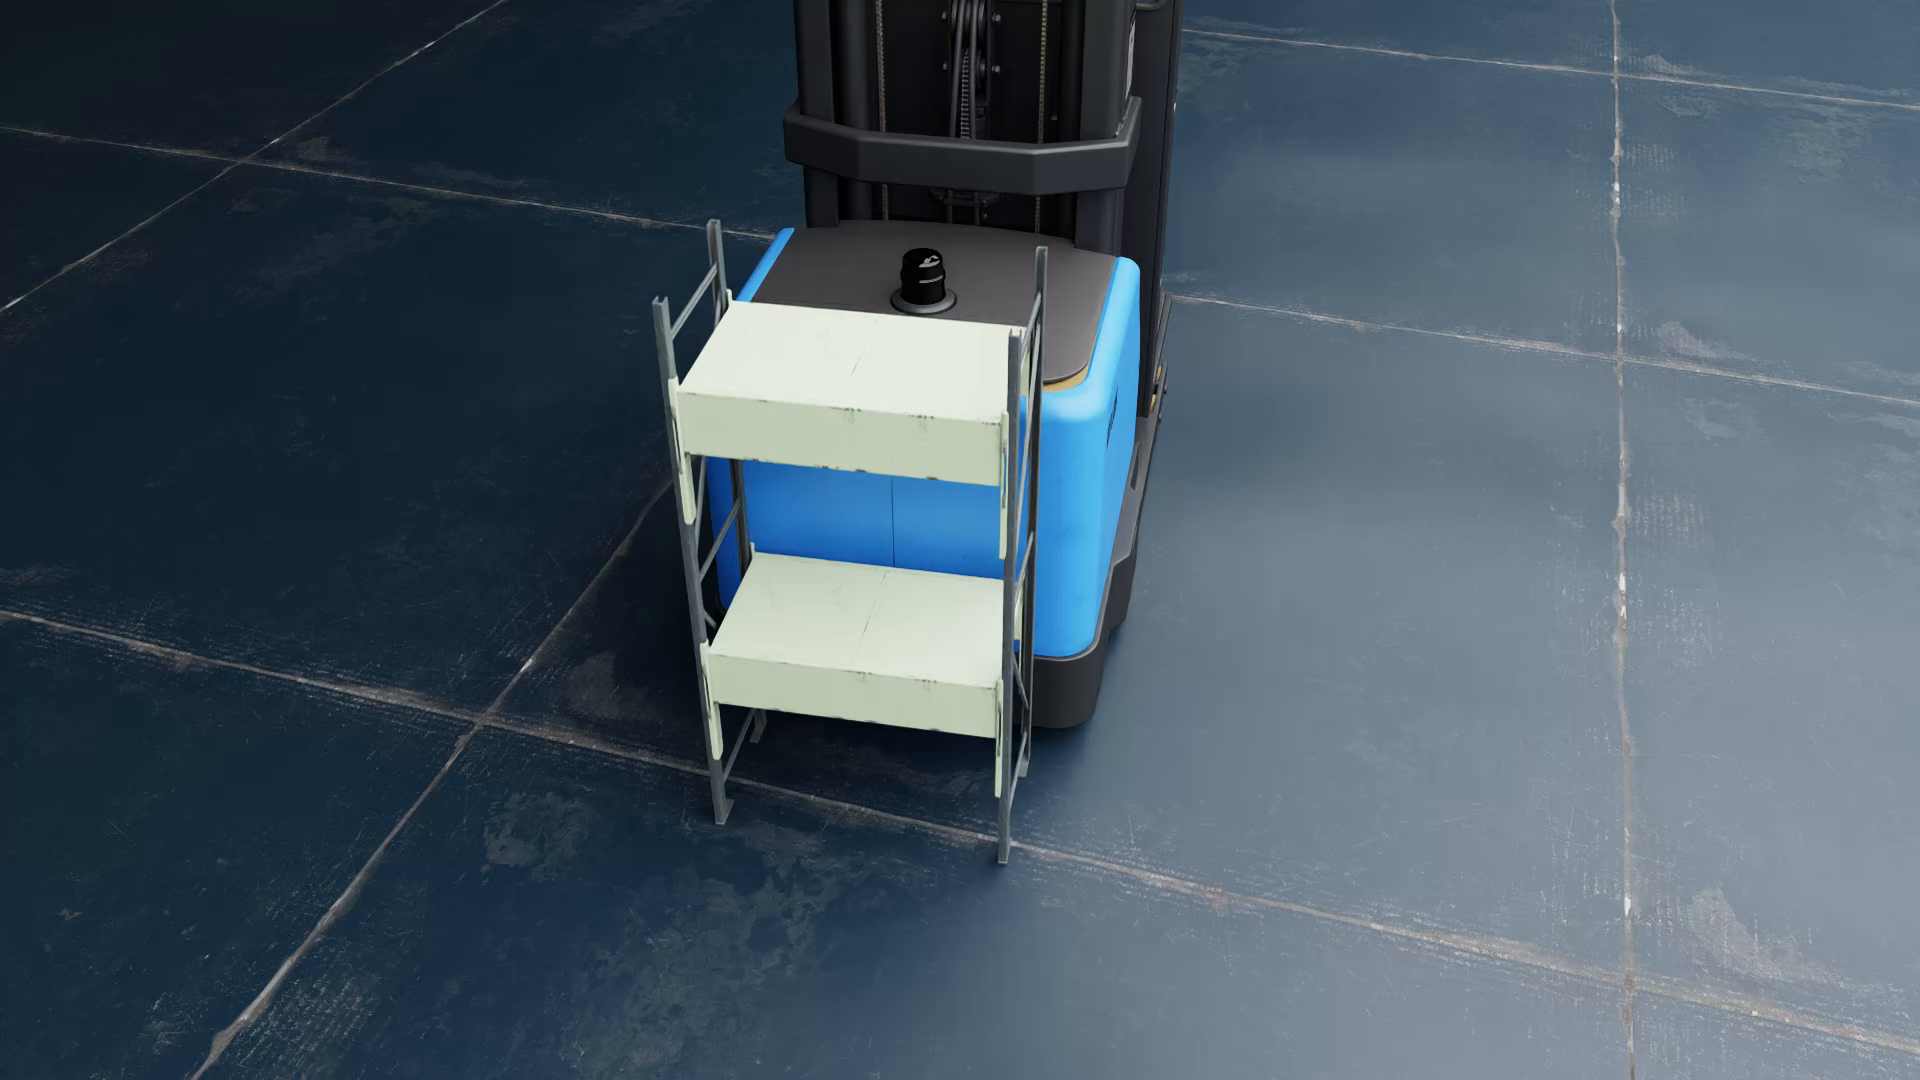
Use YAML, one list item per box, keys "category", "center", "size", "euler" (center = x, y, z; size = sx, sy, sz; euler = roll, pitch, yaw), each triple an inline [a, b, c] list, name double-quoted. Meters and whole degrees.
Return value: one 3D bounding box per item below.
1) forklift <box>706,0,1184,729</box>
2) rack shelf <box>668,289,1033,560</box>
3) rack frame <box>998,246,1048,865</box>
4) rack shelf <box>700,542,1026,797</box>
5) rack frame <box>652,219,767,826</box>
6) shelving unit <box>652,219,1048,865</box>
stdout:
- category: "forklift"
  center: [0.121, -1.547, 4.879]
  size: [1.130, 2.935, 3.031]
  euler: [7, 37, 9]
- category: "rack shelf"
  center: [-0.218, -0.264, 3.685]
  size: [0.720, 0.370, 0.431]
  euler: [6, 37, 8]
- category: "rack frame"
  center: [0.141, 0.089, 3.863]
  size: [0.023, 1.500, 0.400]
  euler: [6, 37, 8]
- category: "rack shelf"
  center: [-0.219, 0.313, 4.110]
  size: [0.720, 0.370, 0.431]
  euler: [6, 37, 8]
- category: "rack frame"
  center: [-0.578, 0.010, 3.970]
  size: [0.023, 1.500, 0.400]
  euler: [6, 37, 8]
- category: "shelving unit"
  center: [-0.219, 0.050, 3.917]
  size: [0.755, 1.500, 0.431]
  euler: [6, 37, 8]
